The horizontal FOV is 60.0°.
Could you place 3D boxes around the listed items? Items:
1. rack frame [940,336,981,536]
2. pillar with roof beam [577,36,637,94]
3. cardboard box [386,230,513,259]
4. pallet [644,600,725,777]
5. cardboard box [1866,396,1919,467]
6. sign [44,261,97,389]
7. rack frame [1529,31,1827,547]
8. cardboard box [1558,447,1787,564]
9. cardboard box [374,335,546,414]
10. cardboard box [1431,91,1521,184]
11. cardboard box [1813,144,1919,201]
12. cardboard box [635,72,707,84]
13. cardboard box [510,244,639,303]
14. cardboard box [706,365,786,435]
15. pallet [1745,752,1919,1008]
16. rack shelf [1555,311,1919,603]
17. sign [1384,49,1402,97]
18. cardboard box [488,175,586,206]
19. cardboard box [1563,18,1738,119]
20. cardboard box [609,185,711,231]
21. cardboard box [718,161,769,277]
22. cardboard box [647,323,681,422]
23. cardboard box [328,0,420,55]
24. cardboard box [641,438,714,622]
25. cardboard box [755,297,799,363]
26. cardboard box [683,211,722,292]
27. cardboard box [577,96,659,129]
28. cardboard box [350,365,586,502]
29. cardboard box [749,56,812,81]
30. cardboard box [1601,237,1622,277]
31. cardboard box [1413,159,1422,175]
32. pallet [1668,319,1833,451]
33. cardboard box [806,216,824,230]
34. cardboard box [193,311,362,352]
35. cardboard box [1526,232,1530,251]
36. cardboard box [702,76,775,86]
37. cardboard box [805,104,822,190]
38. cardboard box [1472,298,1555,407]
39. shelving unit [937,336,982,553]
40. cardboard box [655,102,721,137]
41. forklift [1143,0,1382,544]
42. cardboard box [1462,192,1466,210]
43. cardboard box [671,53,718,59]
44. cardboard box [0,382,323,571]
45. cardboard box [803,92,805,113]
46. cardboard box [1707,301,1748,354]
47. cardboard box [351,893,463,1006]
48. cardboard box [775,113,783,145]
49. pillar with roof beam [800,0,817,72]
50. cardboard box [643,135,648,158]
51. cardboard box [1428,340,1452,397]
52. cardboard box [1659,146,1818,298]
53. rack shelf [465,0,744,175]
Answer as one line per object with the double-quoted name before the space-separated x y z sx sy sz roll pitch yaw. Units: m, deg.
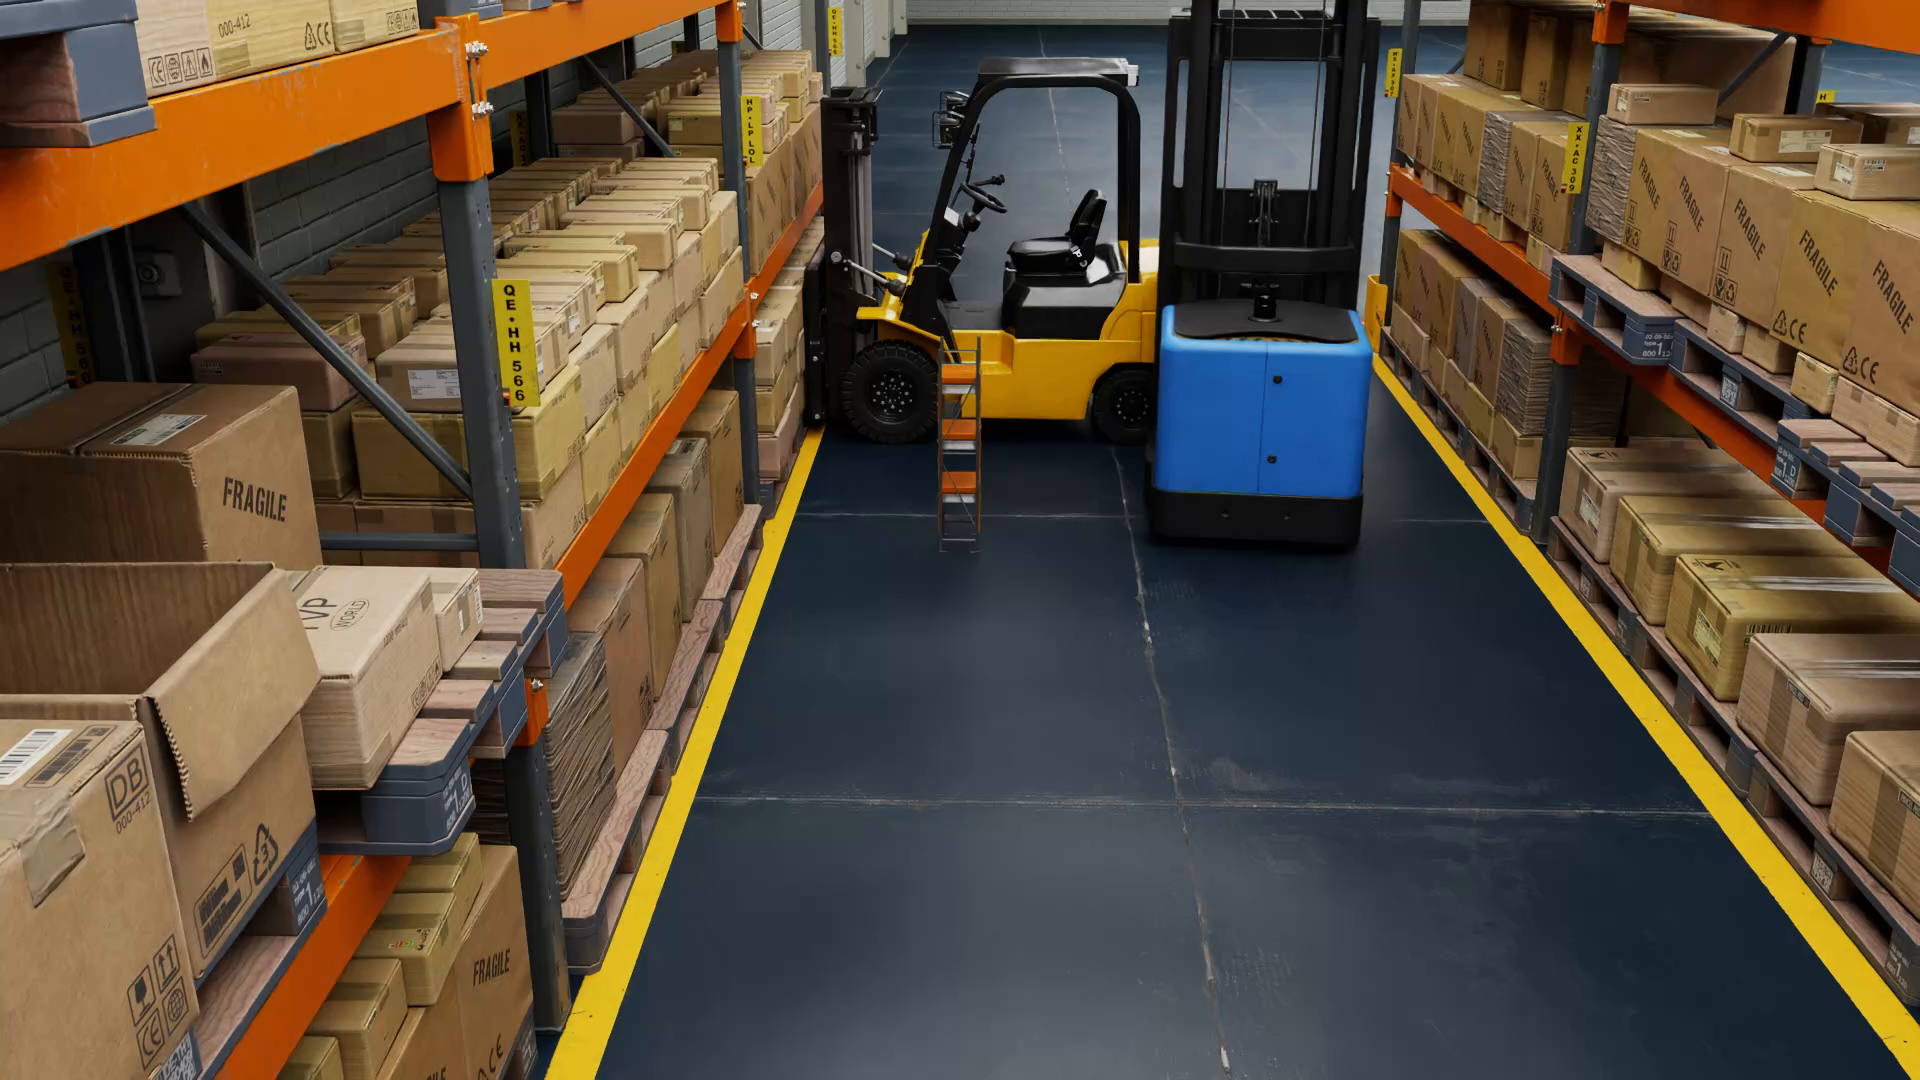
"rack frame" 0.002 -0.514 8.403 0.200 1.050 0.008 1 21 2
"pillar with roof beam" 1.970 -5.390 9.981 9.100 9.000 0.400 1 21 2
"cardboard box" -1.819 -1.014 5.961 0.380 0.149 0.250 1 21 3
"pallet" -1.550 0.573 6.761 1.003 0.211 1.213 1 21 2
"cardboard box" 2.981 -0.326 4.989 0.380 0.149 0.250 0 21 1
"sign" -2.209 -0.535 4.160 0.100 0.325 0.005 1 21 2
"rack frame" 3.429 -1.383 7.947 1.000 3.000 0.127 1 21 2
"cardboard box" 3.416 -0.164 7.857 0.950 0.372 0.625 1 21 2
"cardboard box" -1.350 -0.451 4.510 0.380 0.149 0.250 1 21 3
"cardboard box" 3.232 -2.475 10.211 0.500 0.500 0.500 0 21 1
"cardboard box" 3.075 -1.215 5.487 0.380 0.149 0.250 0 21 -1
"cardboard box" -1.710 -2.692 9.875 0.380 0.149 0.250 1 21 2
"cardboard box" -1.321 -0.918 5.713 0.380 0.149 0.250 1 21 3
"cardboard box" -1.209 -0.755 8.857 0.500 0.250 0.500 1 21 1
"pallet" 3.333 1.081 5.452 1.003 0.211 1.213 1 21 2
"rack shelf" 3.368 -0.324 6.213 1.077 0.370 4.000 1 21 2
"sign" 3.008 -3.239 11.533 0.100 0.325 0.005 1 21 2
"cardboard box" -1.827 -1.474 7.146 0.380 0.149 0.250 1 21 1
"cardboard box" 3.739 -2.557 9.040 0.700 0.500 0.500 0 21 0
"cardboard box" -1.246 -1.381 6.907 0.380 0.149 0.250 0 21 0
"cardboard box" -1.258 -1.640 8.472 0.500 0.500 0.500 0 21 0
"cardboard box" -1.350 -0.633 6.222 0.500 0.250 0.500 1 21 3
"cardboard box" -1.427 -1.130 3.356 0.500 0.250 0.500 0 21 0
"cardboard box" -1.568 -0.056 7.228 0.875 0.625 0.625 0 21 1
"cardboard box" -1.178 -1.173 9.243 0.500 0.250 0.500 1 21 2
"cardboard box" -1.300 -1.233 7.076 0.500 0.250 0.500 0 21 0
"cardboard box" -1.781 -2.229 8.680 0.380 0.149 0.250 0 21 1
"cardboard box" -1.372 -0.311 4.699 0.500 0.250 0.500 1 21 2
"cardboard box" -1.168 -3.054 10.807 0.380 0.149 0.250 1 21 3
"cardboard box" 3.096 -1.265 7.410 0.380 0.149 0.250 1 21 2
"cardboard box" 3.333 -2.592 11.409 0.380 0.149 0.250 1 21 2
"pallet" 3.327 -0.563 6.100 1.003 0.211 1.213 1 21 2
"cardboard box" -1.113 -2.093 11.614 0.500 0.250 0.500 1 21 3
"cardboard box" -1.950 -0.555 4.777 0.380 0.149 0.250 1 21 3
"cardboard box" 3.221 -1.569 8.774 0.380 0.149 0.250 1 21 2
"cardboard box" -1.276 -2.593 9.619 0.380 0.149 0.250 1 21 2
"cardboard box" -1.188 -2.561 10.844 0.500 0.500 0.500 1 21 3
"cardboard box" 3.192 -1.047 9.265 0.500 0.500 0.500 1 21 3
"shelving unit" -0.002 -0.470 8.289 0.215 1.050 0.252 1 21 2
"cardboard box" -1.326 -2.132 8.430 0.380 0.149 0.250 1 21 2
"forklift" 1.658 -1.842 9.224 1.130 2.935 3.031 3 21 7
"cardboard box" 3.237 -2.029 9.958 0.380 0.149 0.250 0 21 0
"cardboard box" -1.705 -3.156 11.069 0.380 0.149 0.250 1 21 3
"cardboard box" -1.826 -0.048 3.787 0.500 0.500 0.500 2 21 4
"cardboard box" -1.168 -2.731 10.385 0.380 0.149 0.250 0 21 0
"cardboard box" 3.029 -0.794 6.196 0.380 0.149 0.250 1 21 4
"cardboard box" -1.393 0.958 3.893 0.380 0.149 0.250 0 21 -1
"cardboard box" -1.182 -2.269 9.195 0.380 0.149 0.250 0 21 1
"pillar with roof beam" 2.335 -9.729 21.163 9.100 9.000 0.400 1 21 2
"cardboard box" -1.807 -1.995 8.490 0.380 0.149 0.250 0 21 0
"cardboard box" 3.223 -1.073 10.367 0.500 0.250 0.500 2 21 5
"cardboard box" 3.085 -1.238 6.443 0.500 0.500 0.500 1 21 1
"rack shelf" -1.593 -1.776 5.808 1.077 0.370 4.000 1 21 2
